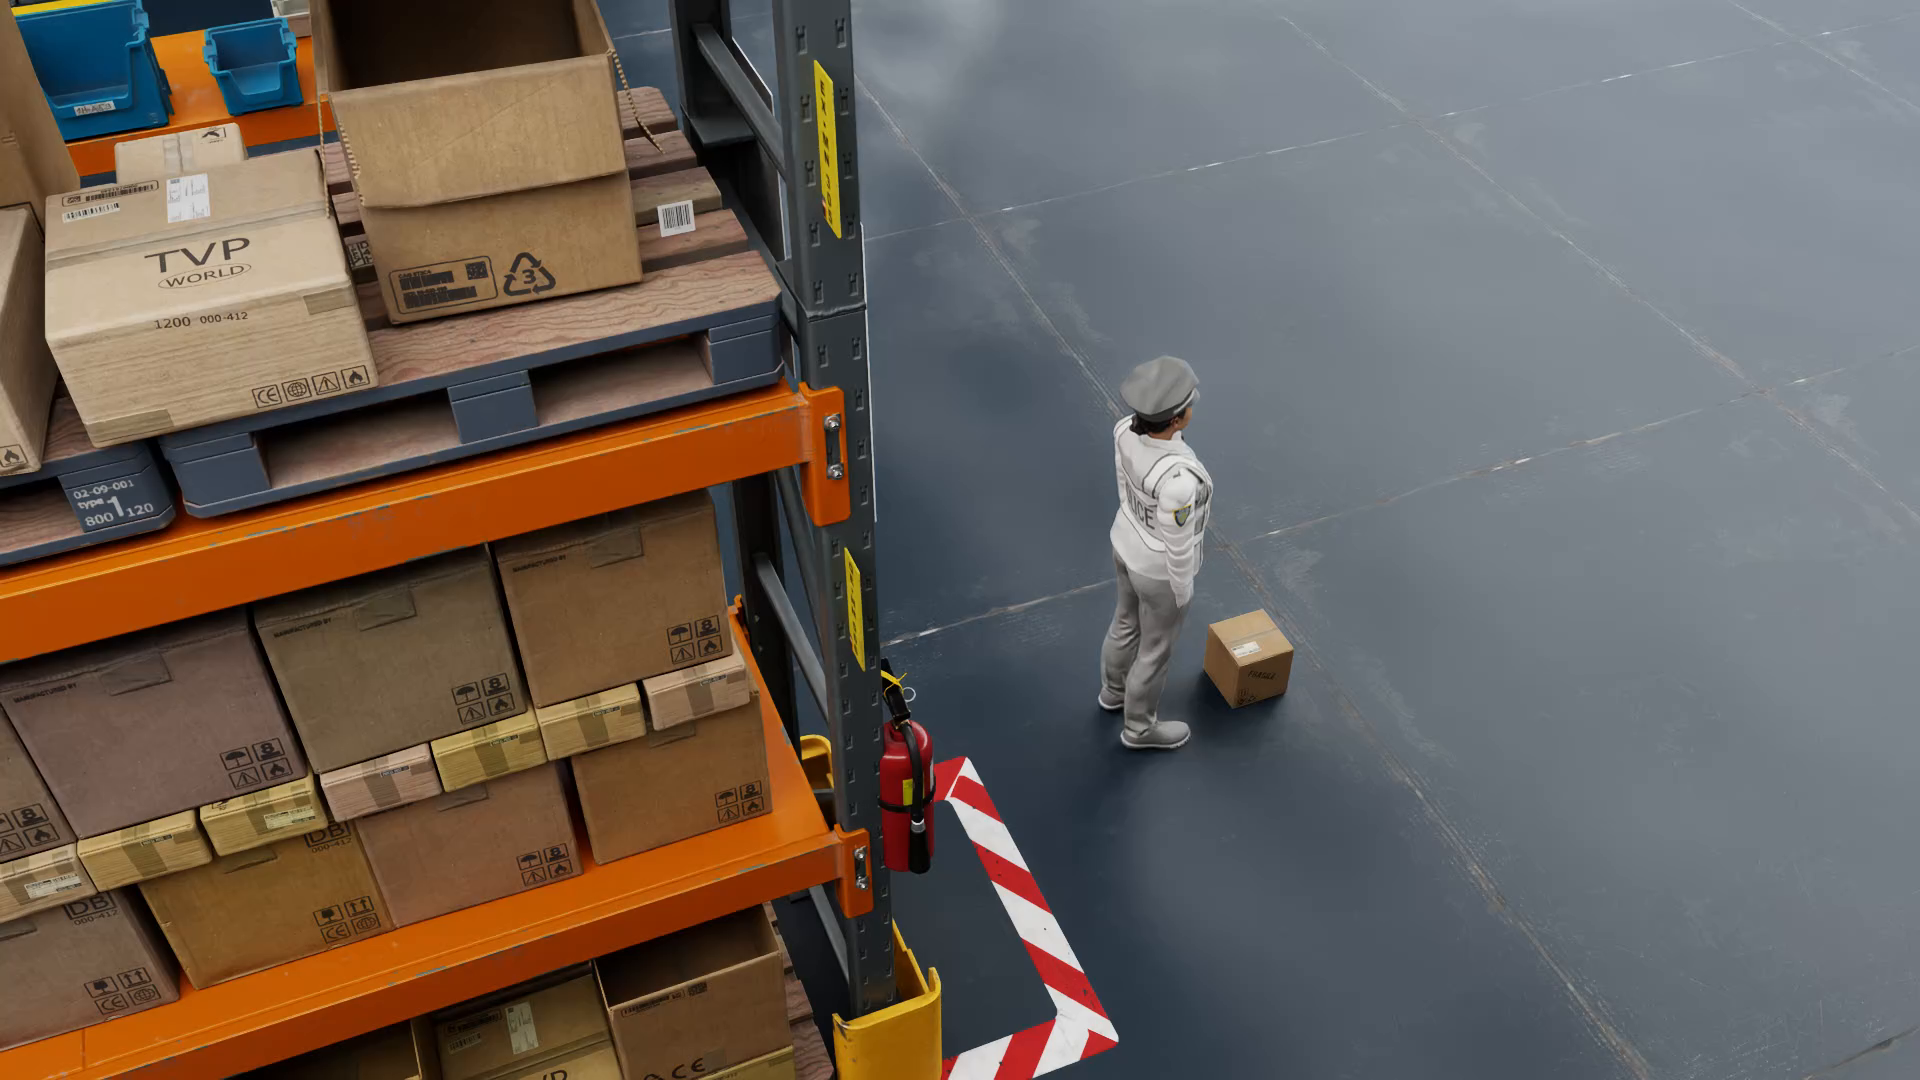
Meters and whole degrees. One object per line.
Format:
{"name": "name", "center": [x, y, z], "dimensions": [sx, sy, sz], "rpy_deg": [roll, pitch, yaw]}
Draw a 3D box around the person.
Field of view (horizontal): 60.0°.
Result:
{"name": "person", "center": [0.712, 0.060, 6.081], "dimensions": [0.346, 1.697, 0.467], "rpy_deg": [-15, 44, -16]}
